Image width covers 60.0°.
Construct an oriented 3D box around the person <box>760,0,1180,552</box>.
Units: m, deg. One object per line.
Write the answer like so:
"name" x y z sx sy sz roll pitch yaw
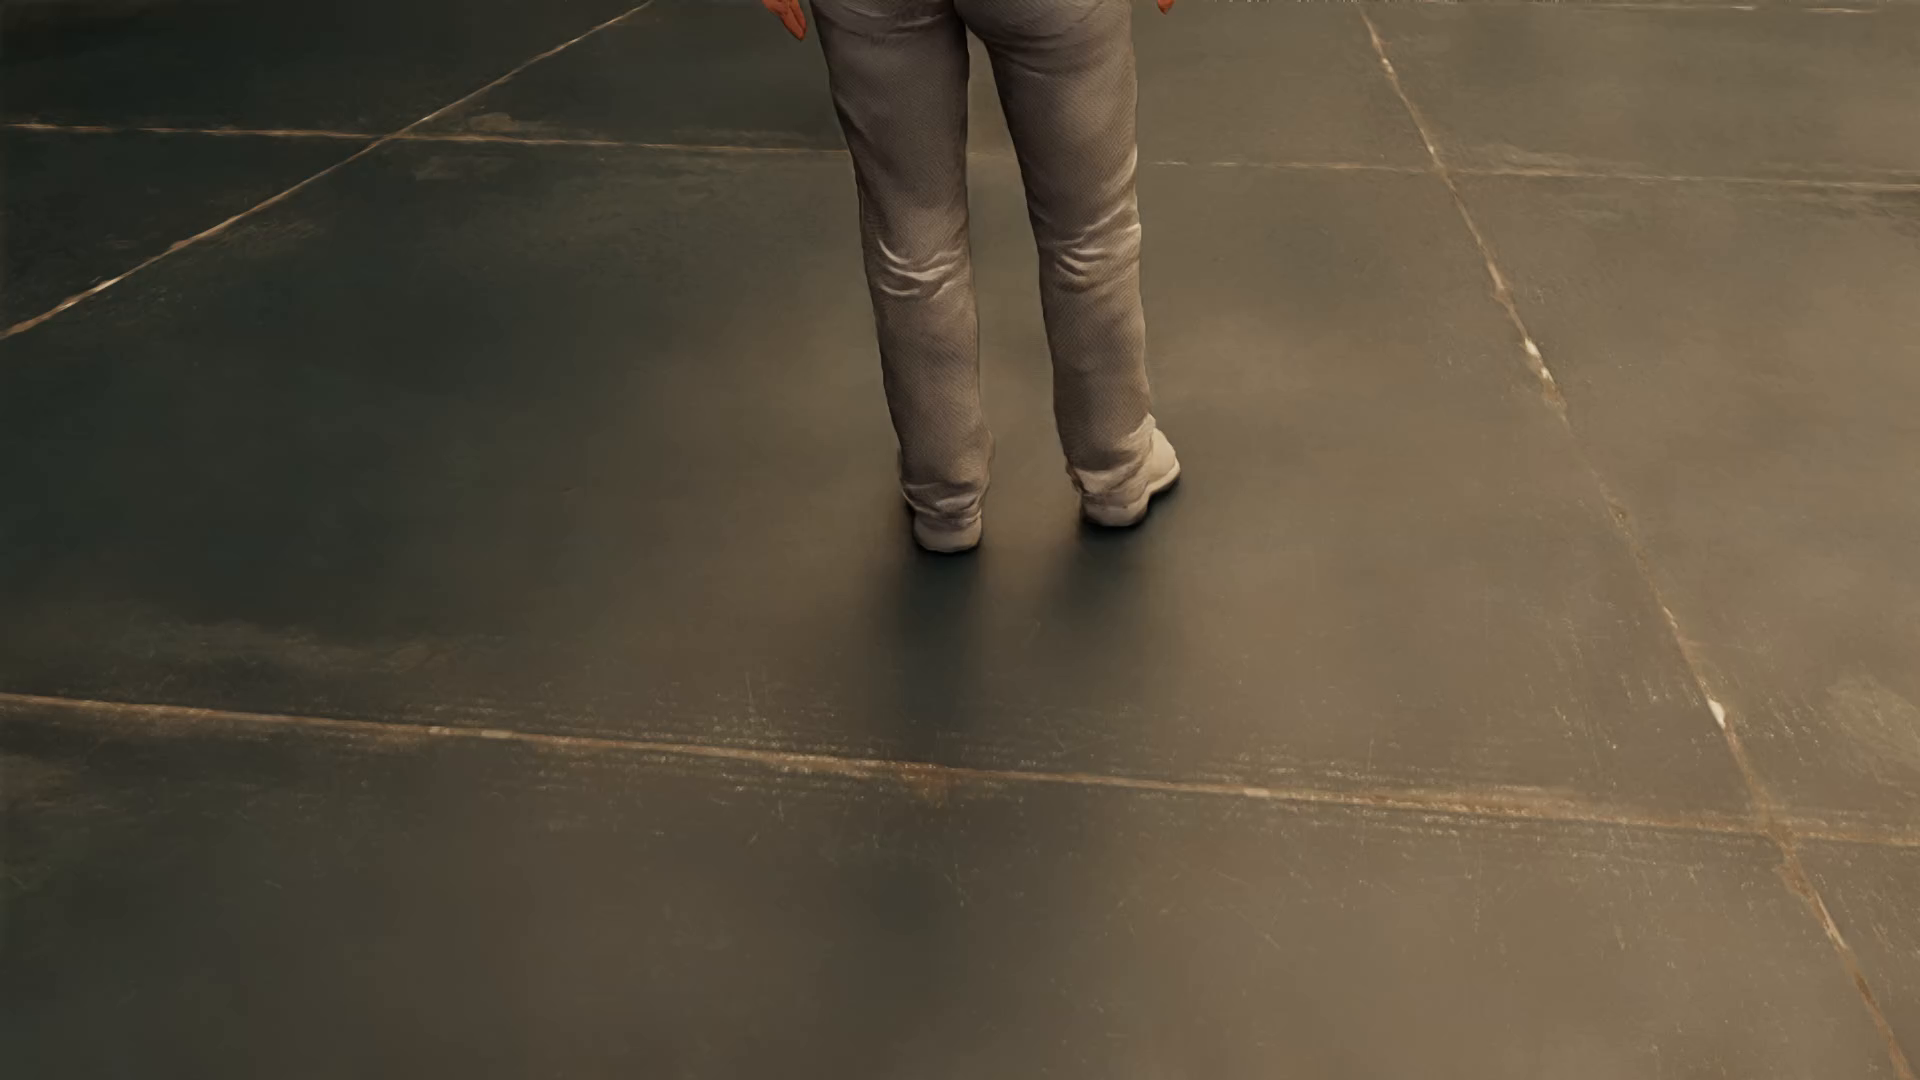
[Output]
"person" 0.016 -0.827 2.155 0.632 1.773 0.567 3 27 7
